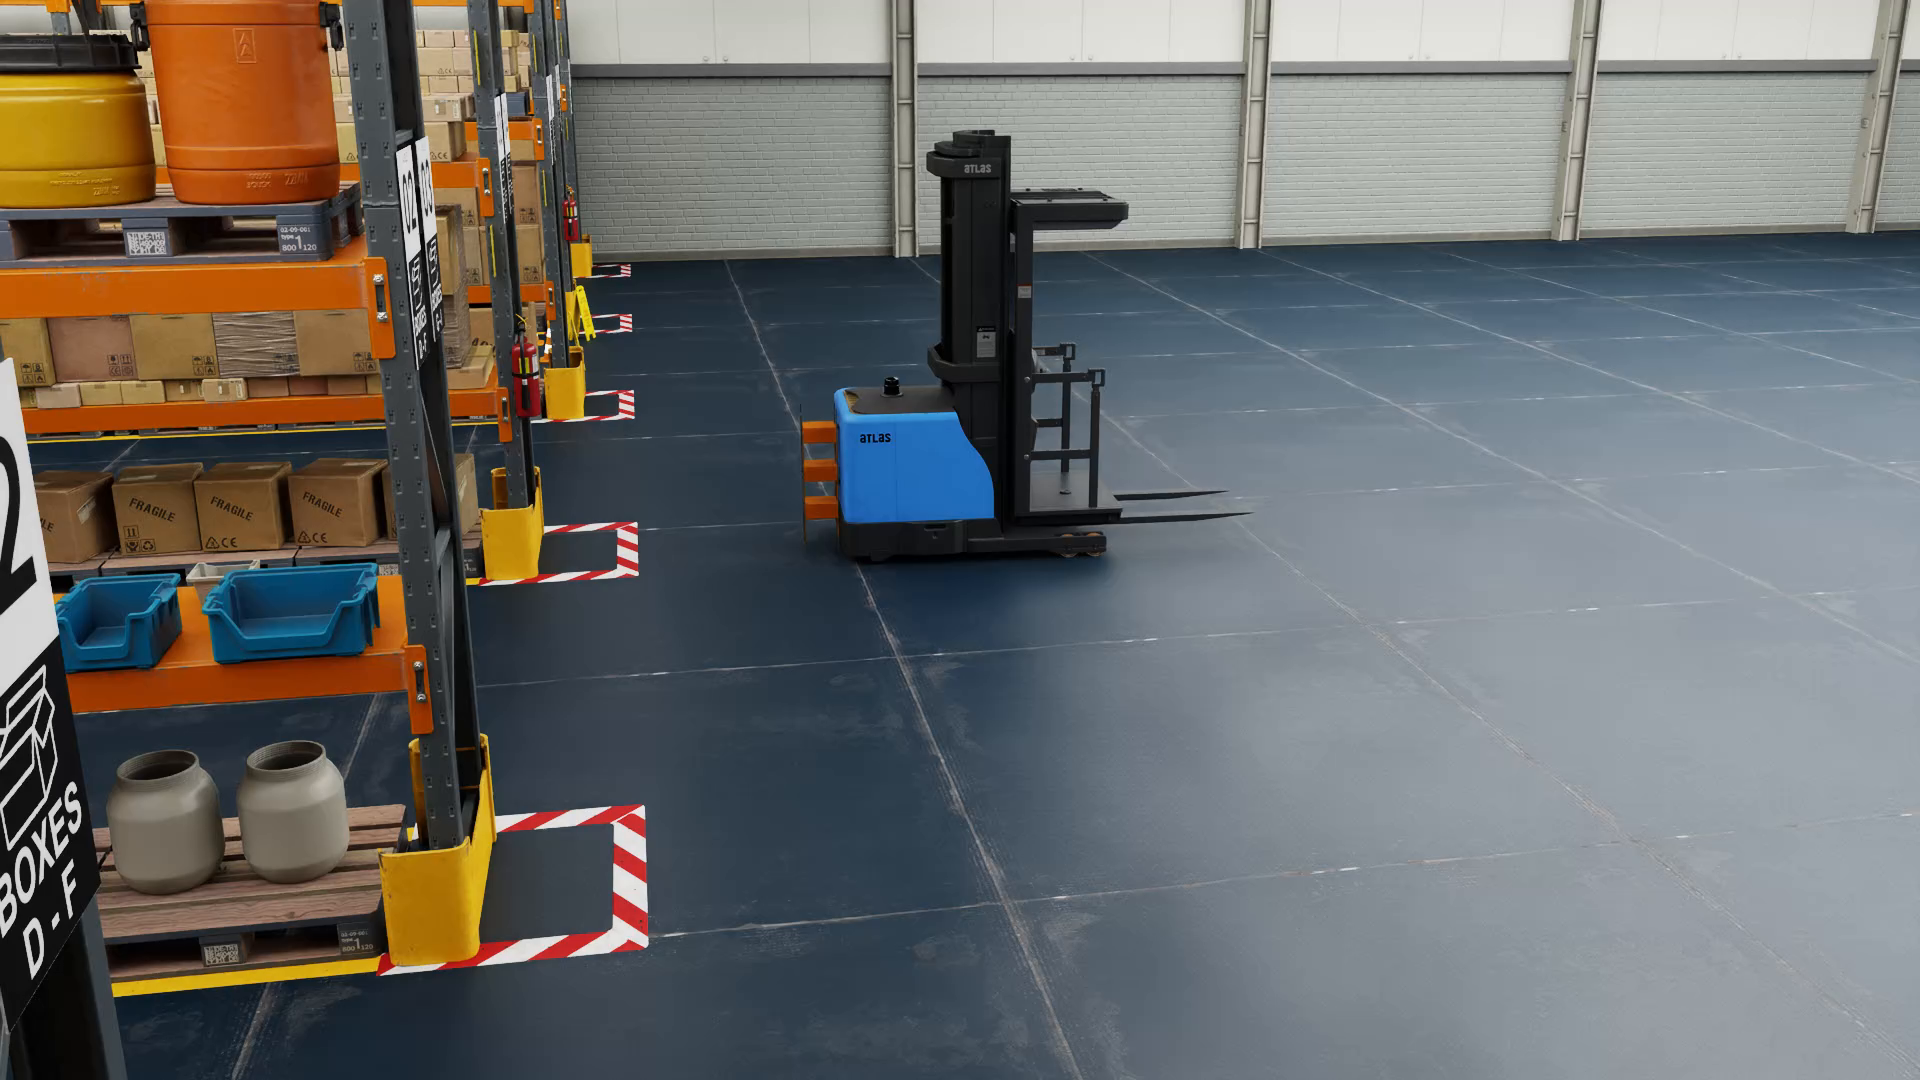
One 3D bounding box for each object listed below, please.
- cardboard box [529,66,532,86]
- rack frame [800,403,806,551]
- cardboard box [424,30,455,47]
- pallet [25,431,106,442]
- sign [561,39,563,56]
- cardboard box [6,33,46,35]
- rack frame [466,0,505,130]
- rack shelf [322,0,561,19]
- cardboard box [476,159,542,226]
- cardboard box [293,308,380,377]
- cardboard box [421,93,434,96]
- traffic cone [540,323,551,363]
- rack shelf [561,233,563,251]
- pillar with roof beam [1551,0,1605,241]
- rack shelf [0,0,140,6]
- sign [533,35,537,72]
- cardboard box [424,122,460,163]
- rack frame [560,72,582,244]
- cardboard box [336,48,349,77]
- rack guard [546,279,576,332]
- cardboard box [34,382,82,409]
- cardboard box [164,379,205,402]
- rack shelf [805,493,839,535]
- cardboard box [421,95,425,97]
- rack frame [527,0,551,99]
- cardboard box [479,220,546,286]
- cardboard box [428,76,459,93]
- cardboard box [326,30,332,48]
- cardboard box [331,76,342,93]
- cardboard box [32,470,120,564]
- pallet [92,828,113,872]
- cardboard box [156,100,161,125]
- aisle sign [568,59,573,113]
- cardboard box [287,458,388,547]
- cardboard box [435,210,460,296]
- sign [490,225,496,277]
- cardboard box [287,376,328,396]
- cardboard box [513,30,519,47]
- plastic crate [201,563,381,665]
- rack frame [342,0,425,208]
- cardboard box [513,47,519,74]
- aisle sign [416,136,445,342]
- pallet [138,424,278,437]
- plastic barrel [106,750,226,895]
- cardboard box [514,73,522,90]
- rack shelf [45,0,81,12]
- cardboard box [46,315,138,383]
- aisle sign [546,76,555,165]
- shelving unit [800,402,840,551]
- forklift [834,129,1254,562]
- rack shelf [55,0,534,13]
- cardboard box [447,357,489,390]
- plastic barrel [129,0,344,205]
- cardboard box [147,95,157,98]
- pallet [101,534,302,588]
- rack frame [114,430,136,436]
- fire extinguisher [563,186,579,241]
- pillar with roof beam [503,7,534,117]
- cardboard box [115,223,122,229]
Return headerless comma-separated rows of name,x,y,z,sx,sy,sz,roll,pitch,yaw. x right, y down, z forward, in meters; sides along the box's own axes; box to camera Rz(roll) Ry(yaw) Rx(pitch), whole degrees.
cardboard box,-5.542,-5.742,20.539,0.500,0.250,0.500,-4,17,-11
rack frame,-1.133,-0.454,12.001,0.008,1.050,0.200,-2,17,-8
cardboard box,-4.722,-4.567,15.148,0.250,0.149,0.380,-3,17,-10
pallet,-8.630,-1.147,15.688,1.213,0.211,1.003,-3,17,-10
sign,-5.853,-7.282,24.430,0.005,0.325,0.100,-3,17,-10
cardboard box,-13.040,-6.875,23.421,0.500,0.500,0.500,-3,17,-10
rack frame,-3.117,-4.200,10.660,0.127,3.000,1.000,-3,17,-10
rack shelf,-7.906,-7.841,24.421,4.000,0.370,1.077,-3,17,-10
cardboard box,-4.331,-3.346,16.003,0.550,0.550,0.875,-3,17,-10
cardboard box,-4.131,-1.437,11.205,0.500,0.500,0.875,-3,17,-10
cardboard box,-3.704,-2.950,11.275,0.250,0.149,0.380,-3,17,-9
traffic cone,-4.630,-2.280,18.946,0.334,0.463,0.336,-3,17,-10
rack shelf,-6.961,-3.734,20.585,4.000,0.370,1.077,-3,17,-10
pillar with roof beam,11.693,-8.470,24.563,0.400,9.000,9.100,-3,17,-10
rack shelf,-11.834,-7.618,23.696,4.000,0.370,1.077,-3,17,-10
sign,-3.870,-4.430,15.144,0.005,0.325,0.100,-3,17,-10
cardboard box,-3.543,-2.594,10.797,0.500,0.250,0.500,-3,17,-9
rack frame,-5.943,-5.620,25.500,0.127,3.000,1.000,-3,17,-10
cardboard box,-5.371,-4.358,15.145,0.500,0.250,0.500,-3,17,-11
rack guard,-5.072,-2.990,21.195,0.348,0.500,1.175,-3,17,-10
cardboard box,-5.792,-0.966,10.775,0.250,0.149,0.380,-3,17,-10
cardboard box,-5.070,-1.029,10.982,0.250,0.149,0.380,-3,17,-10
rack shelf,-1.012,-0.183,12.102,0.240,0.259,0.215,-2,17,-8
cardboard box,-3.609,-2.799,10.784,0.250,0.149,0.380,-4,17,-12
rack frame,-3.959,-5.636,15.334,0.127,3.000,1.000,-3,17,-10
cardboard box,-4.315,-2.806,16.083,0.550,0.550,0.875,-3,17,-10
cardboard box,-4.721,-4.186,15.264,0.250,0.149,0.380,-3,17,-10
cardboard box,-5.723,-4.510,14.961,0.250,0.149,0.380,-3,17,-10
cardboard box,-5.719,-4.129,15.080,0.250,0.149,0.380,-3,17,-10
cardboard box,-6.083,-0.160,11.267,0.500,0.500,0.500,2,17,7
pallet,-4.237,1.557,6.883,1.213,0.211,1.003,-3,17,-10
cardboard box,-4.888,-2.708,10.486,0.250,0.149,0.380,-4,18,-13
aisle sign,-5.822,-6.782,24.855,0.004,0.787,0.394,-3,17,-10
cardboard box,-4.314,-0.265,11.608,0.500,0.500,0.500,1,17,4
cardboard box,-3.611,-1.898,11.004,0.500,0.500,0.500,-3,17,-10
sign,-3.032,-1.876,10.800,0.005,0.325,0.100,-3,17,-10
cardboard box,-4.341,-1.083,11.157,0.250,0.149,0.380,-3,17,-10
cardboard box,-4.347,-4.785,15.856,0.250,0.149,0.380,-3,17,-10
plastic crate,-2.612,0.281,6.542,0.616,0.251,0.499,-3,17,-10
rack frame,-2.178,-2.772,6.011,0.127,3.000,1.000,-3,17,-10
cardboard box,-4.482,-4.568,15.830,0.500,0.250,0.500,-3,17,-11
aisle sign,-2.163,-1.236,6.799,0.004,0.787,0.394,-3,17,-10
pallet,-7.125,-1.232,15.963,1.213,0.211,1.003,-3,17,-10
plastic barrel,-3.302,1.171,6.914,0.421,0.512,0.421,0,17,0
cardboard box,-4.357,-4.404,15.973,0.250,0.149,0.380,-3,17,-10
rack shelf,-9.850,-4.766,14.410,4.000,0.370,1.077,-3,17,-10
cardboard box,-5.622,-1.381,11.024,0.500,0.500,0.875,-3,17,-10
aisle sign,-3.833,-3.928,15.564,0.004,0.787,0.394,-3,17,-10
shelving unit,-1.012,-0.459,12.018,0.252,1.050,0.215,-2,17,-8
forklift,0.616,-1.427,11.966,3.031,2.935,1.130,-2,17,-8
rack shelf,-5.923,-4.989,15.135,4.000,0.370,1.077,-3,17,-10
cardboard box,-3.358,-1.137,11.332,0.250,0.149,0.380,-3,17,-10
plastic barrel,-2.631,-1.681,6.120,0.708,0.830,0.600,-3,17,-10
cardboard box,-5.206,-2.828,10.879,0.250,0.149,0.380,-4,18,-12
pallet,-5.192,0.107,11.604,1.213,0.211,1.003,-3,17,-10
rack frame,-7.886,-2.545,15.489,0.127,3.000,1.000,-3,17,-10
fire extinguisher,-4.798,-4.026,20.442,0.183,0.674,0.296,-3,17,-10
pillar with roof beam,-5.981,-7.468,21.299,0.400,9.000,9.100,-3,17,-10
cardboard box,-5.084,-1.816,10.737,0.500,0.500,0.500,-3,17,-10
